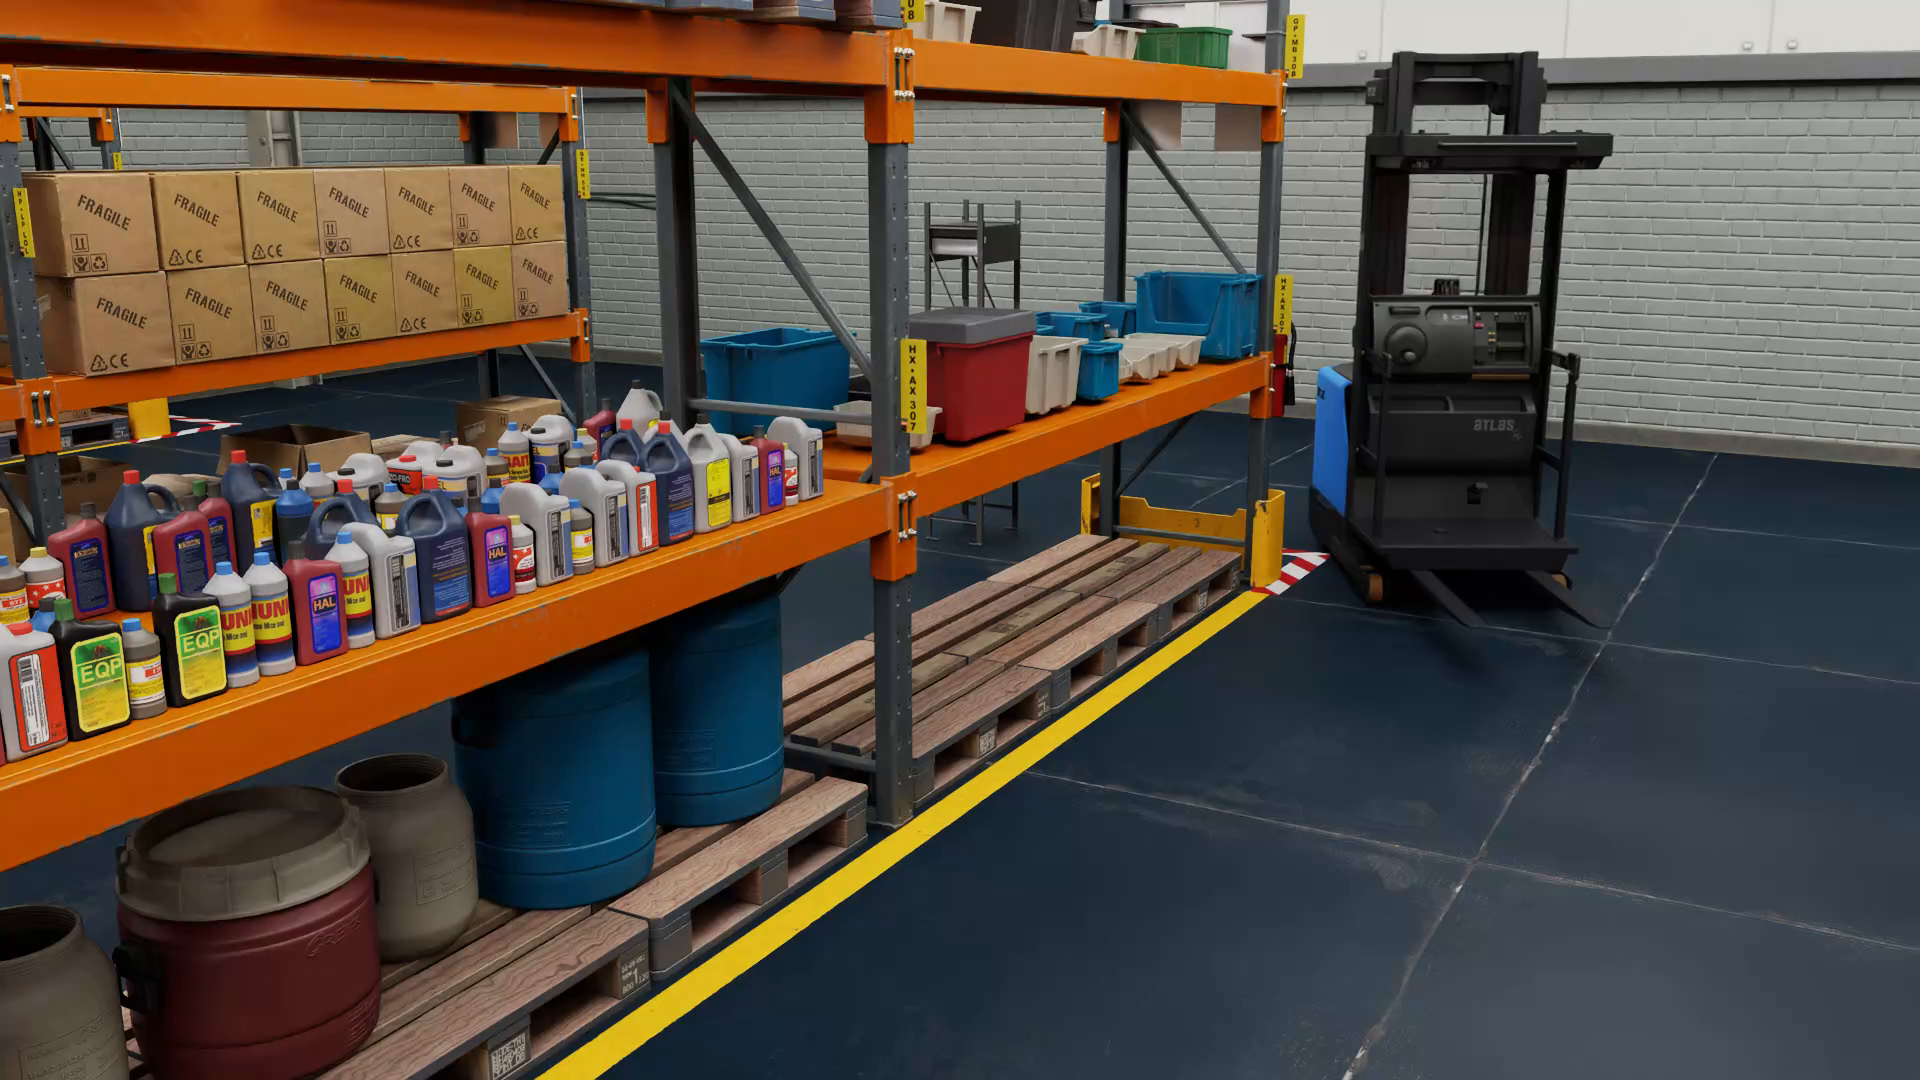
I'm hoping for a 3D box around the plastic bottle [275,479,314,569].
[{"bbox_3d":[-1.806,-0.029,4.529,0.097,0.271,0.097,0,14,0],"label":"plastic bottle"}]

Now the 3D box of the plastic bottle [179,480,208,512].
[{"bbox_3d":[-2.046,-0.012,4.431,0.061,0.283,0.133,7,15,28],"label":"plastic bottle"}]

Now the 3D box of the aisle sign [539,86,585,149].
[{"bbox_3d":[-2.740,-3.084,11.378,0.394,0.787,0.004,7,15,28],"label":"aisle sign"}]

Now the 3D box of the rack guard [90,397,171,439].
[{"bbox_3d":[-7.368,-1.191,14.407,1.175,0.500,0.348,7,15,28],"label":"rack guard"}]

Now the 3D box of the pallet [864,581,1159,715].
[{"bbox_3d":[0.270,0.491,8.046,1.003,0.211,1.213,7,15,28],"label":"pallet"}]

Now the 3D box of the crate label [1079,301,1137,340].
[{"bbox_3d":[0.885,-1.213,9.394,0.416,0.233,0.303,7,15,28],"label":"crate label"}]

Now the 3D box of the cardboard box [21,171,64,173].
[{"bbox_3d":[-4.957,-1.688,8.787,0.500,0.500,0.500,7,15,28],"label":"cardboard box"}]

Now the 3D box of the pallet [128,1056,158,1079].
[{"bbox_3d":[-2.230,1.552,3.647,1.003,0.211,1.213,7,15,28],"label":"pallet"}]

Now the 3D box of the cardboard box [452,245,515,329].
[{"bbox_3d":[-3.267,-1.660,10.804,0.500,0.500,0.500,8,15,29],"label":"cardboard box"}]

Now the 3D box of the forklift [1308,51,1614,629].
[{"bbox_3d":[2.763,-1.150,9.050,1.130,2.935,3.031,0,14,1],"label":"forklift"}]

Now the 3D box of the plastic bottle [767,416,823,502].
[{"bbox_3d":[-0.548,-0.280,5.560,0.152,0.276,0.135,7,15,28],"label":"plastic bottle"}]

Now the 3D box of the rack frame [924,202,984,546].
[{"bbox_3d":[-0.038,-1.005,10.221,0.400,2.100,0.015,7,15,28],"label":"rack frame"}]

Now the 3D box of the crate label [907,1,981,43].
[{"bbox_3d":[-0.151,-1.856,5.993,0.293,0.136,0.466,7,15,28],"label":"crate label"}]

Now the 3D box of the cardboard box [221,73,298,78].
[{"bbox_3d":[-4.035,-2.682,9.176,0.500,0.250,0.500,7,15,28],"label":"cardboard box"}]

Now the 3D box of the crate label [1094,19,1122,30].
[{"bbox_3d":[0.564,-2.512,8.470,0.408,0.251,0.502,7,15,28],"label":"crate label"}]

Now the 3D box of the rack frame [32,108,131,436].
[{"bbox_3d":[-7.379,-2.401,14.093,1.000,3.000,0.127,7,15,28],"label":"rack frame"}]

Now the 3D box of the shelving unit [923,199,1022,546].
[{"bbox_3d":[0.080,-1.055,10.428,0.431,2.100,0.503,7,15,28],"label":"shelving unit"}]

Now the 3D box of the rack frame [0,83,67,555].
[{"bbox_3d":[-4.975,-1.020,8.364,1.000,3.000,0.127,7,15,28],"label":"rack frame"}]

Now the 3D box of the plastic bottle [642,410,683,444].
[{"bbox_3d":[-0.925,-0.225,5.171,0.144,0.351,0.185,7,15,28],"label":"plastic bottle"}]

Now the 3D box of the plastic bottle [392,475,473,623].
[{"bbox_3d":[-1.331,0.018,4.166,0.144,0.351,0.185,7,15,28],"label":"plastic bottle"}]

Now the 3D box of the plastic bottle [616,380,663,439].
[{"bbox_3d":[-1.114,-0.390,5.857,0.144,0.351,0.185,7,15,28],"label":"plastic bottle"}]

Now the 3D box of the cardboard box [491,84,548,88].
[{"bbox_3d":[-3.059,-3.091,10.873,0.500,0.250,0.500,7,15,28],"label":"cardboard box"}]

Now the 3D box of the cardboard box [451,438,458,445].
[{"bbox_3d":[-3.545,-0.622,11.856,0.380,0.149,0.250,7,15,28],"label":"cardboard box"}]

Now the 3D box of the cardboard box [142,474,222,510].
[{"bbox_3d":[-4.585,-0.230,9.884,0.500,0.311,0.500,7,15,28],"label":"cardboard box"}]

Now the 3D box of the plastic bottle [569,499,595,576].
[{"bbox_3d":[-1.066,-0.011,4.603,0.097,0.201,0.097,0,14,0],"label":"plastic bottle"}]

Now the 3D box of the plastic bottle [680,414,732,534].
[{"bbox_3d":[-0.799,-0.208,5.103,0.144,0.351,0.185,7,15,28],"label":"plastic bottle"}]

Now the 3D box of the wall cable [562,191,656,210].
[{"bbox_3d":[-4.332,-4.928,18.399,3.097,2.526,0.112,7,15,28],"label":"wall cable"}]

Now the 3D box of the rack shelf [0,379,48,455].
[{"bbox_3d":[-5.942,-0.260,6.747,1.077,0.370,4.000,7,15,28],"label":"rack shelf"}]

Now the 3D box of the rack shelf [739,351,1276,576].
[{"bbox_3d":[0.326,-0.519,7.820,1.077,0.370,4.000,7,15,28],"label":"rack shelf"}]

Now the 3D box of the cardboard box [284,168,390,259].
[{"bbox_3d":[-3.754,-1.937,9.821,0.500,0.500,0.500,8,16,30],"label":"cardboard box"}]

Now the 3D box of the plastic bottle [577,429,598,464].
[{"bbox_3d":[-1.296,-0.281,5.725,0.097,0.201,0.097,0,14,0],"label":"plastic bottle"}]

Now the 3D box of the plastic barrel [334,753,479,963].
[{"bbox_3d":[-1.612,0.908,4.780,0.421,0.512,0.421,0,14,0],"label":"plastic barrel"}]

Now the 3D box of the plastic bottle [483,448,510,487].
[{"bbox_3d":[-1.502,-0.194,5.362,0.097,0.201,0.097,0,14,0],"label":"plastic bottle"}]

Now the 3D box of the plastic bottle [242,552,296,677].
[{"bbox_3d":[-1.555,0.163,3.733,0.097,0.271,0.097,0,14,0],"label":"plastic bottle"}]

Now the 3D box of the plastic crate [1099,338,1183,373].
[{"bbox_3d":[0.905,-0.934,8.442,0.396,0.136,0.243,7,15,28],"label":"plastic crate"}]

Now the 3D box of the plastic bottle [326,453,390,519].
[{"bbox_3d":[-1.758,-0.108,4.848,0.152,0.276,0.135,7,15,28],"label":"plastic bottle"}]

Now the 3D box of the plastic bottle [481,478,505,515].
[{"bbox_3d":[-1.264,-0.035,4.552,0.097,0.271,0.097,0,14,0],"label":"plastic bottle"}]

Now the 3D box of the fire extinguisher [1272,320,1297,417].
[{"bbox_3d":[1.764,-1.039,9.405,0.296,0.674,0.183,7,15,28],"label":"fire extinguisher"}]

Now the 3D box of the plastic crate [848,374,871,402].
[{"bbox_3d":[-0.335,-0.614,7.137,0.437,0.125,0.590,7,15,28],"label":"plastic crate"}]

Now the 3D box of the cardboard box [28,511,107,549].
[{"bbox_3d":[-4.583,0.012,8.883,0.500,0.311,0.500,7,15,28],"label":"cardboard box"}]

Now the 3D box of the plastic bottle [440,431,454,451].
[{"bbox_3d":[-1.621,-0.192,5.180,0.061,0.283,0.133,7,15,28],"label":"plastic bottle"}]

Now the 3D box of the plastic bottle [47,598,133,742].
[{"bbox_3d":[-1.754,0.250,3.346,0.061,0.283,0.133,7,15,28],"label":"plastic bottle"}]

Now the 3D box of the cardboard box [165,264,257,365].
[{"bbox_3d":[-4.245,-1.248,9.095,0.500,0.500,0.500,8,16,29],"label":"cardboard box"}]

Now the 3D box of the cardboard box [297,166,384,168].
[{"bbox_3d":[-3.979,-2.104,10.514,0.500,0.500,0.500,8,16,29],"label":"cardboard box"}]

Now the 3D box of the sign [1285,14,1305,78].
[{"bbox_3d":[1.782,-2.627,8.853,0.100,0.325,0.005,7,15,28],"label":"sign"}]
